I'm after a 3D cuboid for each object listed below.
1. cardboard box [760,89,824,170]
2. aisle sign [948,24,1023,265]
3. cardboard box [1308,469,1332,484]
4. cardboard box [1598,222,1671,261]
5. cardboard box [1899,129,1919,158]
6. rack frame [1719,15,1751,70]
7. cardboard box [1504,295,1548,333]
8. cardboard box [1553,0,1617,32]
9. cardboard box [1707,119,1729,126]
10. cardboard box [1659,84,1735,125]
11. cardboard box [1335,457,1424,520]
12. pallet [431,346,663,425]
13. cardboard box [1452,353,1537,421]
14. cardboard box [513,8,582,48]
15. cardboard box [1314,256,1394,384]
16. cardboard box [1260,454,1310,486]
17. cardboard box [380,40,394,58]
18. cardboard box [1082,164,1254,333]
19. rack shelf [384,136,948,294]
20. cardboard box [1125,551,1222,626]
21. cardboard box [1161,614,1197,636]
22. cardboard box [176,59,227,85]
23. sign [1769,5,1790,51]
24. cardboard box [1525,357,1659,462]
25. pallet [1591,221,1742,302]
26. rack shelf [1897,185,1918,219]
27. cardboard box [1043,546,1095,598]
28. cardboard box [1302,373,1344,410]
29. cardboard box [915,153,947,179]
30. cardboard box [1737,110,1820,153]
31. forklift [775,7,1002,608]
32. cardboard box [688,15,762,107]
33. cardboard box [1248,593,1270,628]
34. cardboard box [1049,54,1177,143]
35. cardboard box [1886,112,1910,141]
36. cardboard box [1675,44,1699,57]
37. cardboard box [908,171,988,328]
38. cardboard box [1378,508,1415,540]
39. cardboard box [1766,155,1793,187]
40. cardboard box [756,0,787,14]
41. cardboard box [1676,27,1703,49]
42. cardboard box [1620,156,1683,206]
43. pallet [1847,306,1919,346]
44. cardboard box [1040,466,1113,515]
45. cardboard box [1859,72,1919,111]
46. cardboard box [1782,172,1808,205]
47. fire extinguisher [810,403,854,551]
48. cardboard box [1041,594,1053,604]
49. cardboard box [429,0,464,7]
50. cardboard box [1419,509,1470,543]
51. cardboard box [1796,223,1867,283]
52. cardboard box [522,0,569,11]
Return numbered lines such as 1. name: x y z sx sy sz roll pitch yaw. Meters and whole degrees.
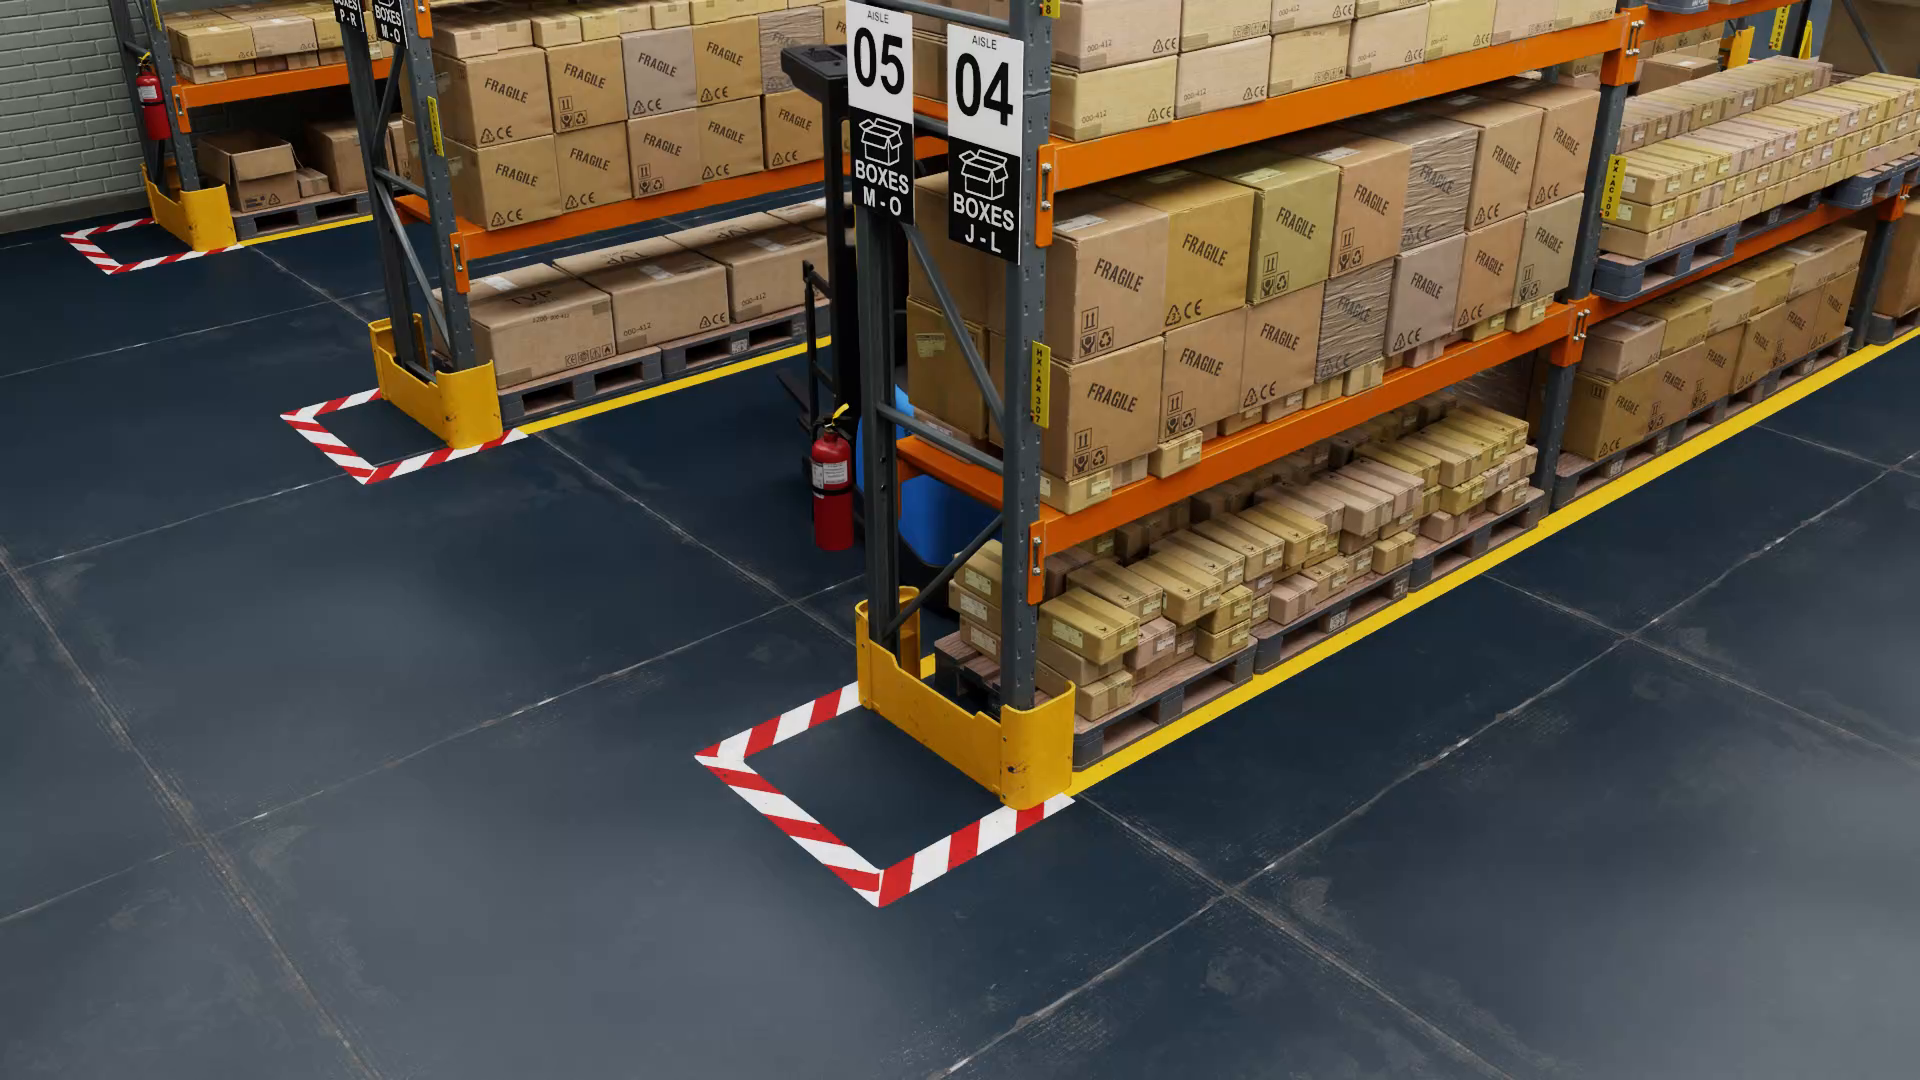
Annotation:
1. cardboard box: -1.248 -2.855 11.303 0.500 0.500 0.500 -23 35 -36
2. aisle sign: 0.085 -1.411 5.951 0.004 0.787 0.394 -22 35 -35
3. cardboard box: 1.778 -0.327 8.943 0.250 0.149 0.380 -20 34 -33
4. cardboard box: 3.588 -1.648 8.973 0.250 0.149 0.380 -24 36 -37
5. cardboard box: 5.955 -2.601 10.755 0.250 0.149 0.380 -21 35 -34
6. rack frame: 8.829 -7.033 19.229 0.127 3.000 1.000 -22 35 -35
7. cardboard box: 2.799 -1.218 8.614 0.250 0.149 0.380 -23 36 -36
8. cardboard box: 2.791 -2.628 7.962 0.500 0.250 0.500 -21 35 -34
9. cardboard box: 4.556 -2.577 10.396 0.250 0.149 0.380 -22 35 -35
10. cardboard box: 4.556 -2.704 10.318 0.250 0.149 0.380 -21 34 -33
11. cardboard box: 2.140 -0.268 8.517 0.250 0.149 0.380 -24 36 -37
12. pallet: -2.786 -1.182 11.237 1.213 0.211 1.003 -22 35 -35
13. cardboard box: 3.389 -1.018 10.179 0.500 0.500 0.500 -23 36 -36
14. cardboard box: -2.468 -3.063 9.945 0.250 0.149 0.380 -21 34 -33
15. cardboard box: 1.622 -1.085 7.676 0.500 0.500 0.500 -23 36 -36
16. cardboard box: 1.600 -0.370 8.708 0.250 0.149 0.380 -24 36 -37
17. cardboard box: -4.940 -4.273 14.330 0.250 0.149 0.380 -21 35 -34
18. cardboard box: 0.840 -1.210 6.849 0.500 0.500 0.500 -21 34 -34
19. rack shelf: -1.822 -2.433 11.384 4.000 0.370 1.077 -22 35 -35
20. cardboard box: 0.972 0.218 7.608 0.250 0.149 0.380 -22 35 -35
21. cardboard box: 0.885 0.308 7.755 0.250 0.149 0.380 -21 35 -34
22. cardboard box: -6.140 -3.809 13.461 0.250 0.149 0.380 -22 35 -35
23. sign: 5.670 -3.551 11.483 0.005 0.325 0.100 -22 35 -35
24. cardboard box: 3.724 -0.832 9.831 0.500 0.500 0.500 -20 34 -33
25. pallet: 3.665 -1.716 9.481 1.213 0.211 1.003 -22 35 -35
26. rack shelf: 7.554 -3.137 12.700 4.000 0.370 1.077 -22 35 -35
27. cardboard box: 0.413 0.106 7.817 0.250 0.149 0.380 -21 35 -34
28. cardboard box: 1.559 -0.761 7.758 0.250 0.149 0.380 -20 34 -33
29. cardboard box: 0.119 -2.829 13.170 0.875 0.875 0.875 -21 34 -33
30. cardboard box: 4.773 -2.391 9.730 0.250 0.149 0.380 -21 34 -33
31. forklift: -0.285 -1.617 9.166 1.130 2.935 3.031 -12 30 -21
32. cardboard box: -1.639 -3.142 10.781 0.500 0.500 0.500 -22 35 -35
33. cardboard box: 1.281 0.293 8.099 0.250 0.149 0.380 -22 35 -35
34. cardboard box: 0.454 -1.697 6.220 0.500 0.250 0.500 -20 34 -33
35. cardboard box: 5.750 -2.651 10.534 0.250 0.149 0.380 -20 34 -33
36. cardboard box: 7.989 -5.507 18.843 0.500 0.250 0.500 -22 35 -35
37. cardboard box: 0.133 -1.240 6.906 0.500 0.500 0.500 -23 36 -36
38. cardboard box: 2.130 -0.165 8.640 0.250 0.149 0.380 -21 35 -34
39. cardboard box: 4.582 -2.183 9.657 0.250 0.149 0.380 -23 35 -36
40. cardboard box: -1.342 -3.557 10.868 0.250 0.149 0.380 -23 36 -36
41. cardboard box: 7.994 -5.837 18.666 0.500 0.500 0.500 -20 34 -33
42. cardboard box: 3.588 -1.911 8.833 0.250 0.149 0.380 -20 34 -32
43. pallet: 6.681 -1.826 12.444 1.213 0.211 1.003 -22 35 -35
44. cardboard box: 0.405 -0.266 6.831 0.250 0.149 0.380 -22 35 -35
45. cardboard box: 5.957 -2.865 10.618 0.250 0.149 0.380 -24 36 -37
46. cardboard box: 4.771 -2.126 9.866 0.250 0.149 0.380 -24 36 -37
47. fire extinguisher: -0.545 -0.285 7.078 0.183 0.674 0.296 -22 35 -35
48. cardboard box: 0.396 0.222 7.916 0.250 0.149 0.380 -23 36 -36
49. cardboard box: -4.513 -4.656 14.624 0.500 0.250 0.500 -22 35 -35
50. cardboard box: 2.501 -0.151 8.929 0.250 0.149 0.380 -23 36 -36
51. cardboard box: 5.682 -1.952 11.132 0.500 0.250 0.500 -23 36 -36
52. cardboard box: -2.663 -3.349 10.480 0.250 0.149 0.380 -21 35 -34
